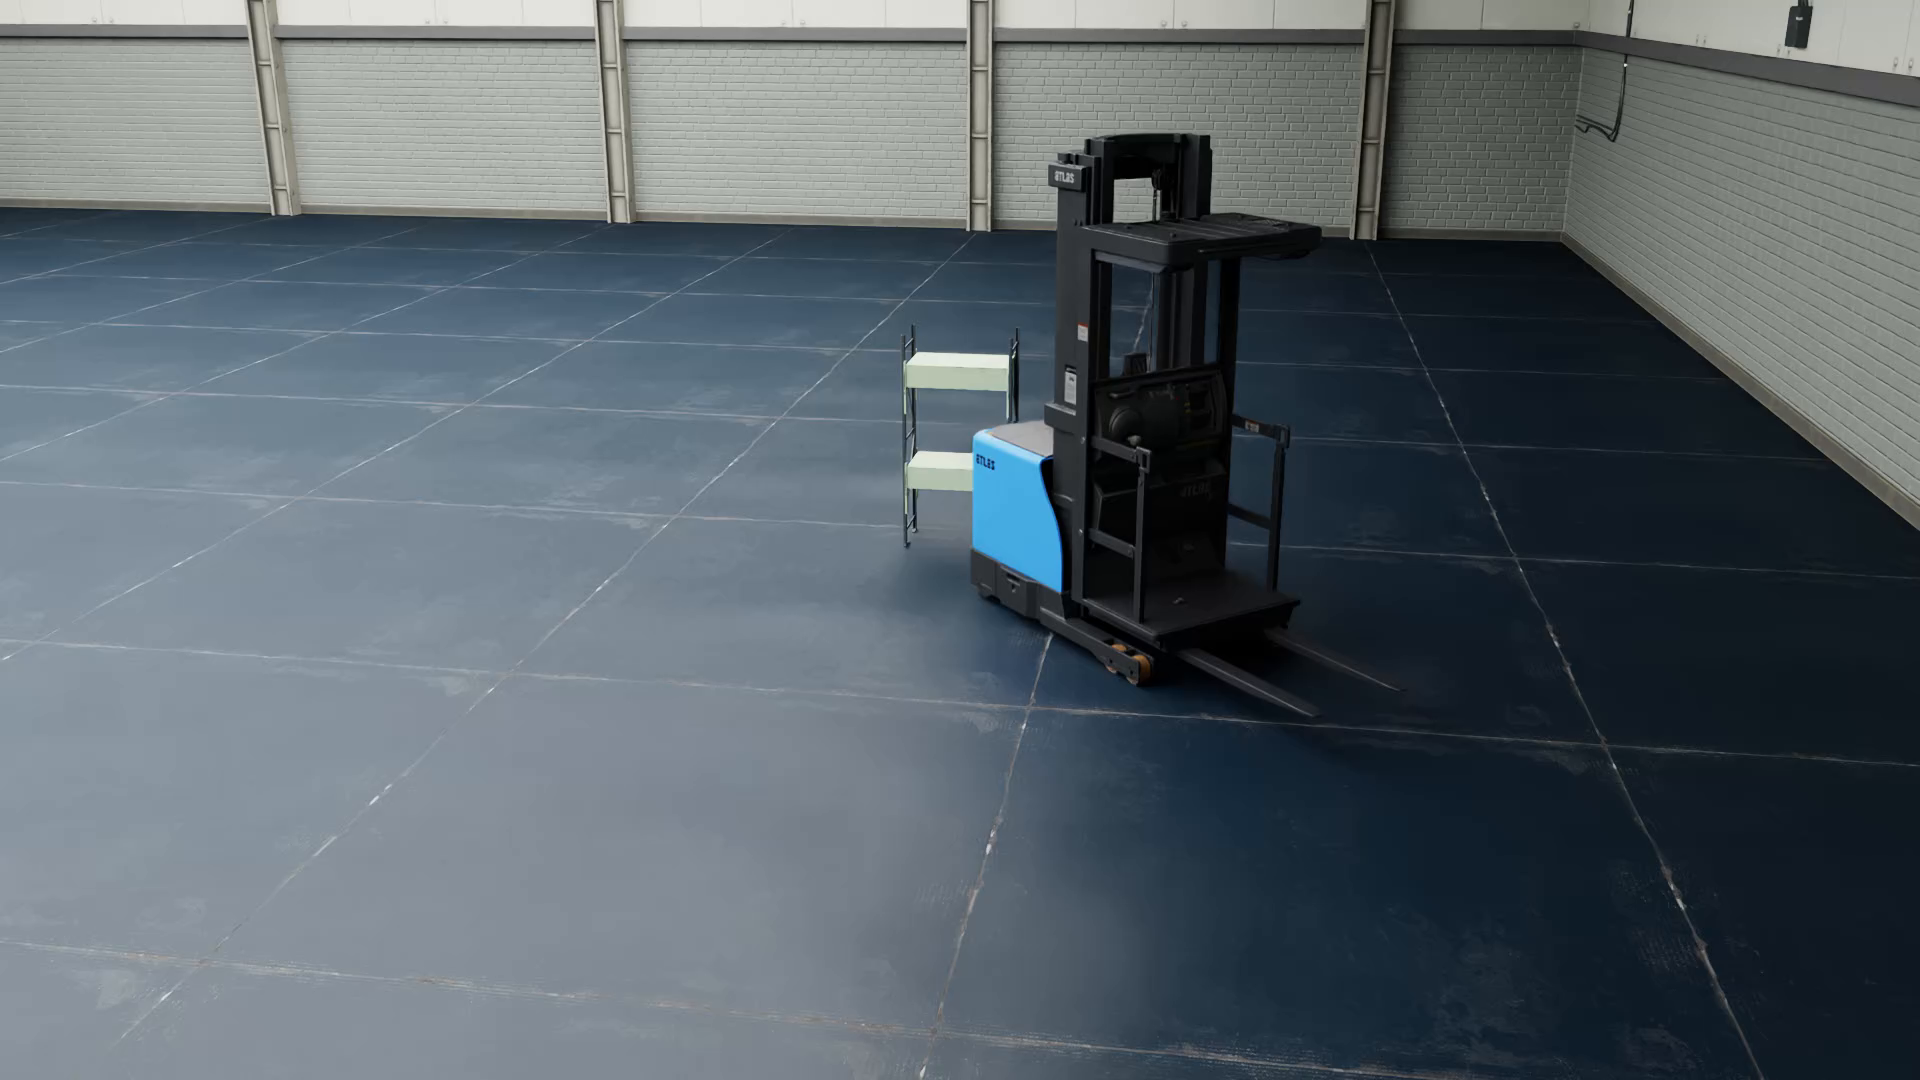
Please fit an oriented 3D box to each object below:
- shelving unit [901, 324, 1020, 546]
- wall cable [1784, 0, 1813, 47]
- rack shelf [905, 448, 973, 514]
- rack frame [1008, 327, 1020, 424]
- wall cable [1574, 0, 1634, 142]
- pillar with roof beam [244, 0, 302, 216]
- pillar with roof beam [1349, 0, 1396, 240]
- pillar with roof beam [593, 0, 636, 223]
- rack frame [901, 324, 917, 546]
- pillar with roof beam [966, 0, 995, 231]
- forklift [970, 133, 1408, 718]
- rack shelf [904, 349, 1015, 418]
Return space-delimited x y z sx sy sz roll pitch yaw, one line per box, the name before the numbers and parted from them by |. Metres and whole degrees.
shelving unit | 0.007 -0.711 11.564 0.755 1.500 0.431 3 19 9
wall cable | 7.423 -7.019 13.239 0.169 6.003 2.305 3 19 9
rack shelf | 0.007 -0.402 11.668 0.720 0.370 0.431 3 19 9
rack frame | 0.368 -0.692 11.509 0.023 1.500 0.400 3 19 9
wall cable | 8.945 -6.907 23.158 0.112 2.526 3.097 3 19 9
pillar with roof beam | -12.209 -8.499 23.023 0.400 9.000 9.100 3 19 9
pillar with roof beam | 5.563 -7.594 20.316 0.400 9.000 9.100 3 19 9
pillar with roof beam | -6.285 -8.198 22.121 0.400 9.000 9.100 3 19 9
rack frame | -0.355 -0.729 11.619 0.023 1.500 0.400 3 19 9
pillar with roof beam | -0.361 -7.896 21.218 0.400 9.000 9.100 3 19 9
forklift | 1.275 -0.746 9.413 1.130 2.935 3.031 -11 22 -30
rack shelf | 0.007 -1.081 11.440 0.720 0.370 0.431 3 19 9
